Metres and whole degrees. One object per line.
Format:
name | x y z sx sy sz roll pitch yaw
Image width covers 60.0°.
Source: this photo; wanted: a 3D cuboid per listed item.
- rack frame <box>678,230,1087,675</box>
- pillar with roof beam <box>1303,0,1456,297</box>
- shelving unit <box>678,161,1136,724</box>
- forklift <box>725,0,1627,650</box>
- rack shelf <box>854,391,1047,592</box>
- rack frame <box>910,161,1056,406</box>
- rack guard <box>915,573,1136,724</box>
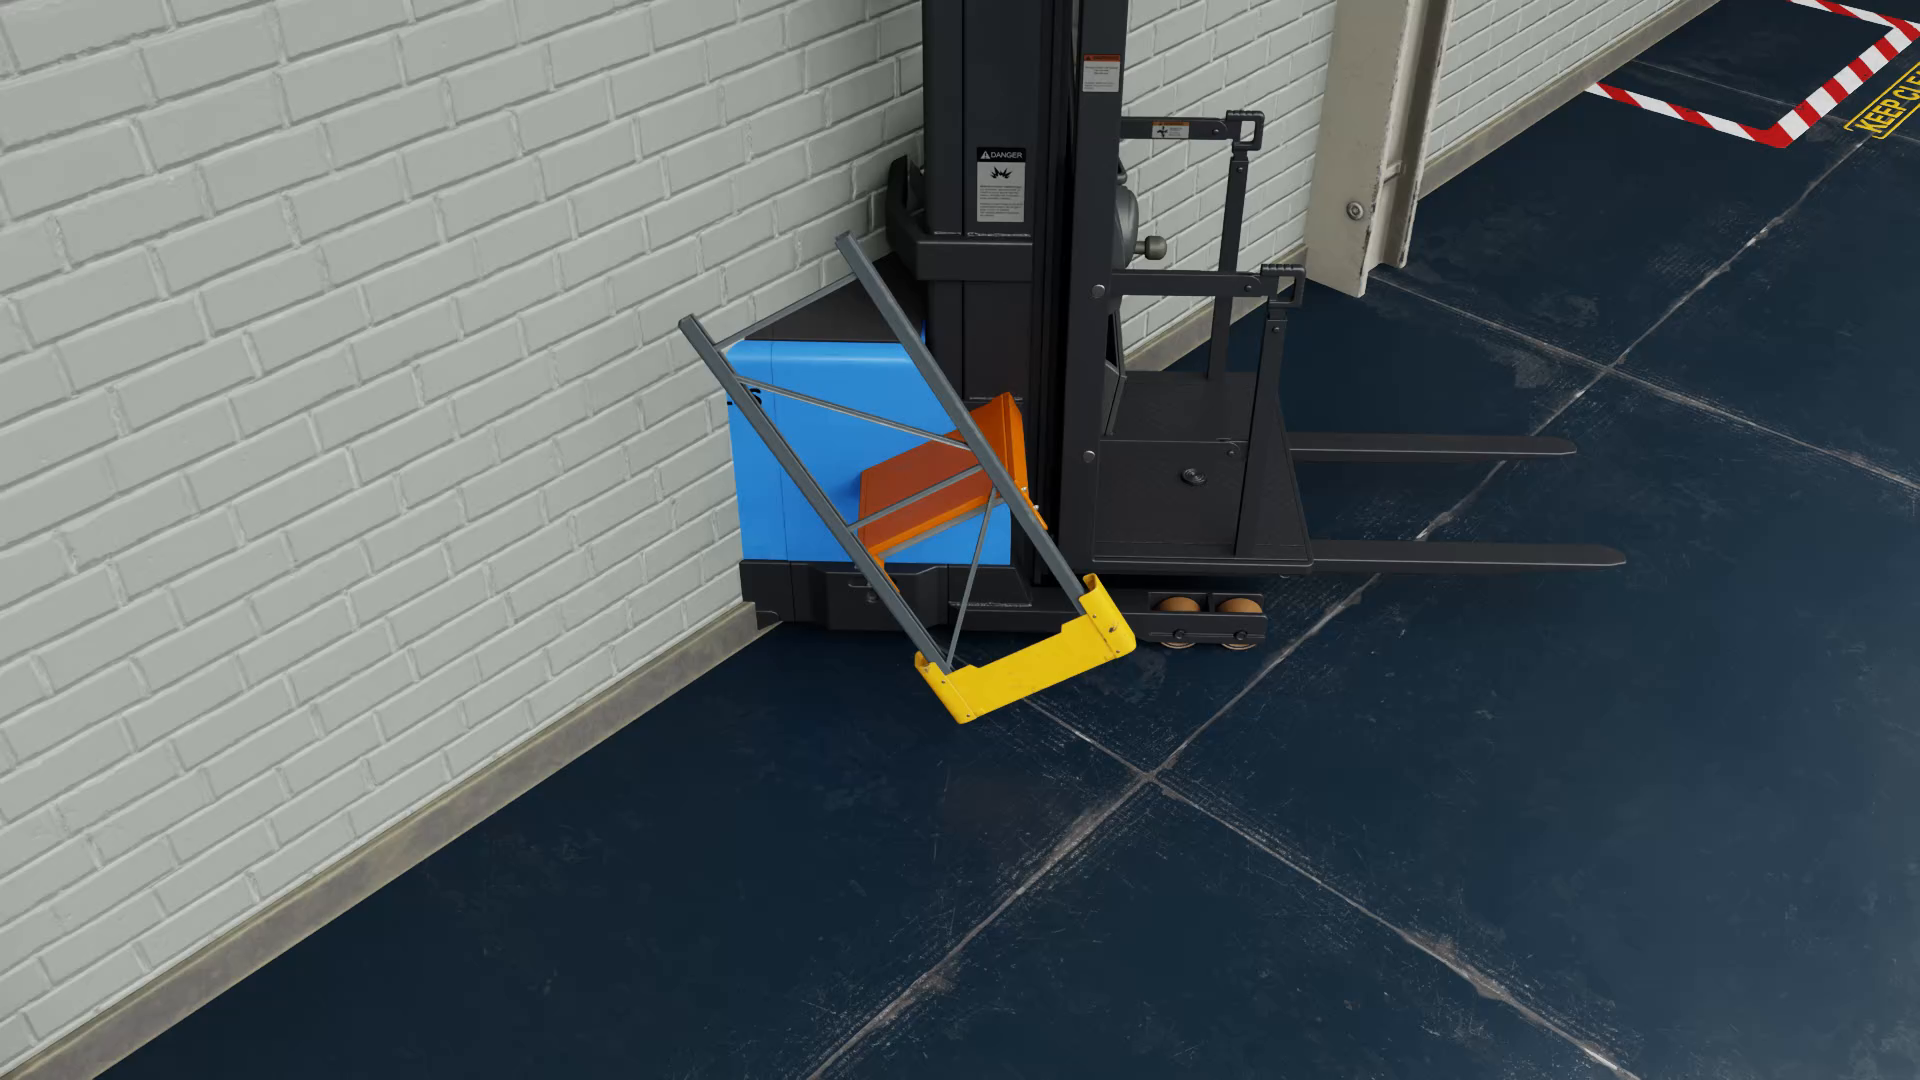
rack frame | -0.118 -0.111 4.458 0.500 1.500 0.032 -25 32 16
pillar with roof beam | 4.882 -2.895 2.160 9.100 9.000 0.400 30 47 32
shelving unit | -0.125 -0.413 4.878 0.587 1.500 1.083 -25 32 16
forklift | 0.624 -1.135 4.823 3.031 2.935 1.130 1 39 1
rack shelf | -0.037 -0.281 4.963 0.538 0.185 1.000 -25 32 16
rack frame | -0.132 -0.704 5.284 0.500 1.500 0.032 -25 32 16
rack guard | 0.187 0.318 4.795 0.587 0.250 0.087 -25 32 16
